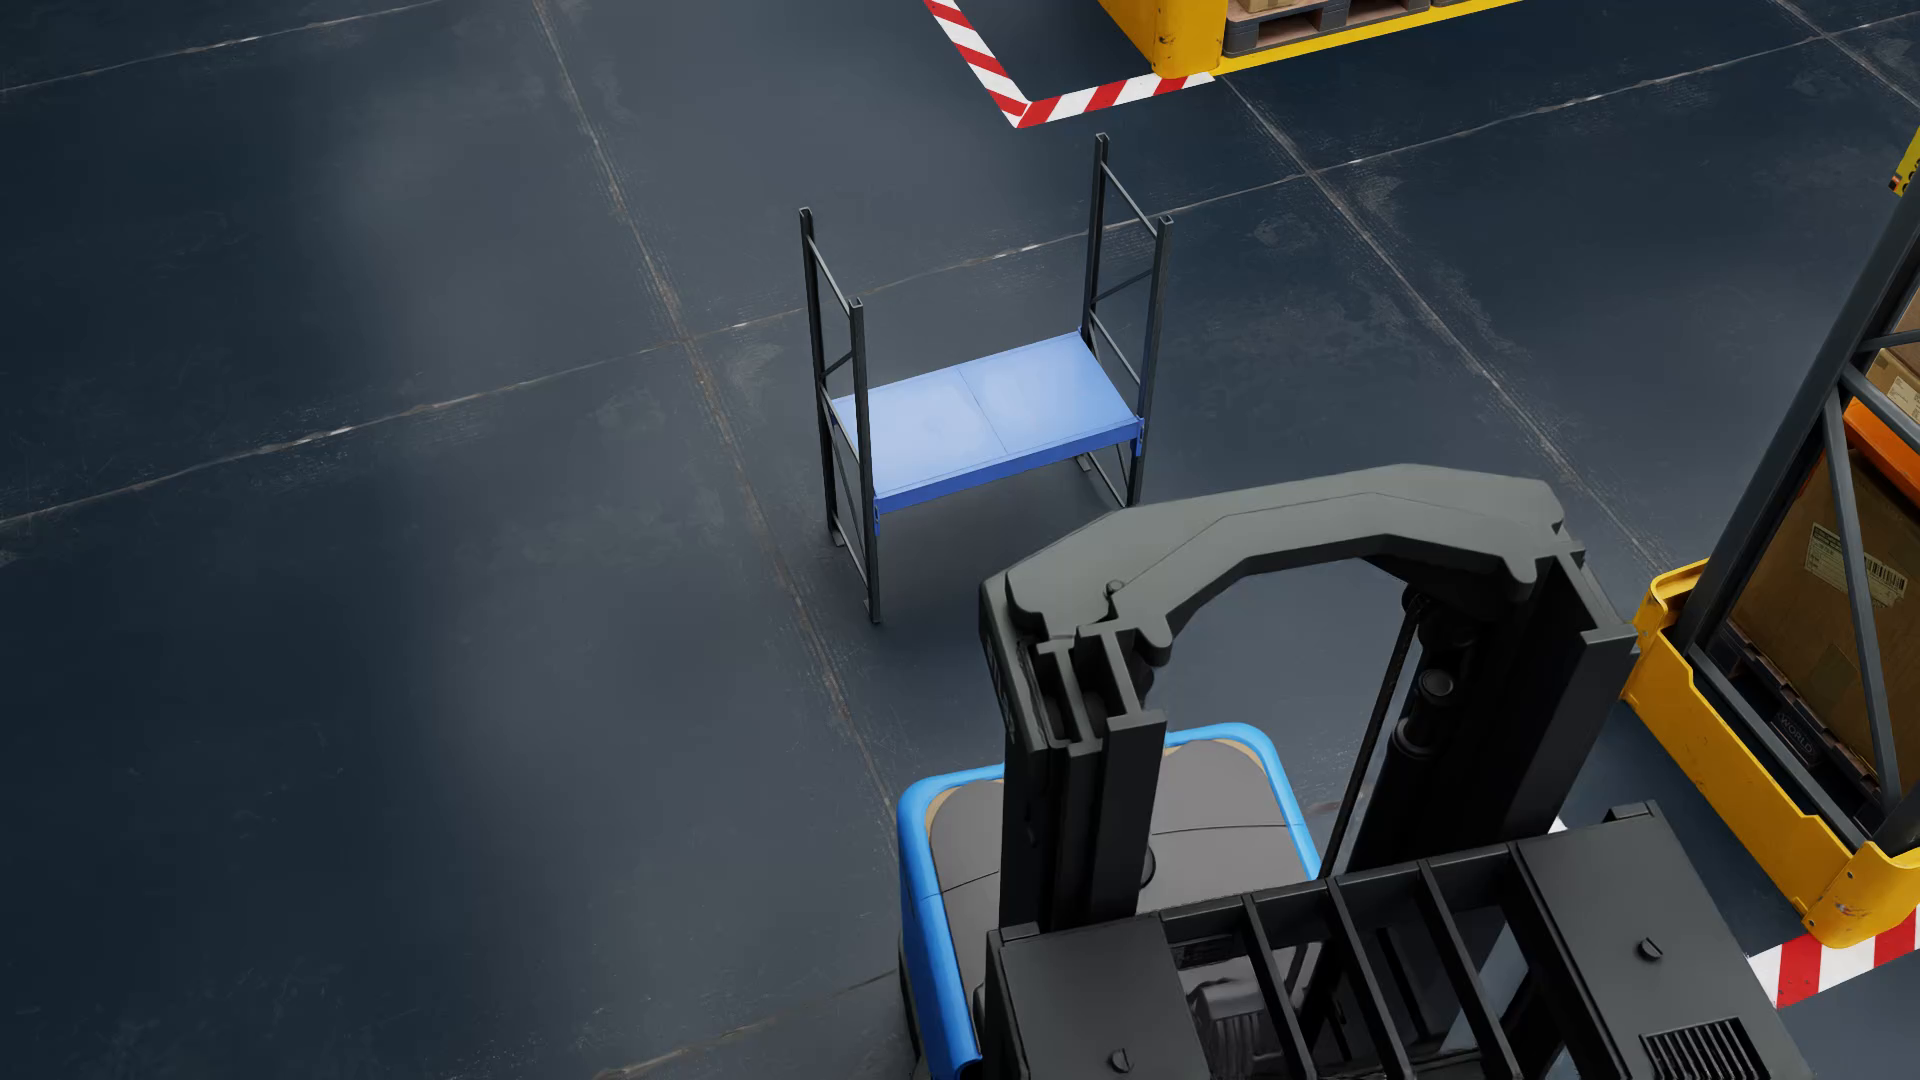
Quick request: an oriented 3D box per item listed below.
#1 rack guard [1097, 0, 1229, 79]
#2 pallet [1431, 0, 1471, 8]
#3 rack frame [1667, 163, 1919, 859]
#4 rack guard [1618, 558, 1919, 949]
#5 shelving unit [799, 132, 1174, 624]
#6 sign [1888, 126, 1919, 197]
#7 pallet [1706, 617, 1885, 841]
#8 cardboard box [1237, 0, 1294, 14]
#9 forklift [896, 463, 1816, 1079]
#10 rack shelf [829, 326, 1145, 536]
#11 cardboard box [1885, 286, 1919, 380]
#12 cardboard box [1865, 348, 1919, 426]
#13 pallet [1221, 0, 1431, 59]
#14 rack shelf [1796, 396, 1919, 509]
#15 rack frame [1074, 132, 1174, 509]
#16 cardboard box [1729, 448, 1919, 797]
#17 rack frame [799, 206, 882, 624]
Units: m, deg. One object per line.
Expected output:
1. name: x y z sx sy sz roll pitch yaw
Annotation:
1. rack guard: 0.937 -2.879 8.393 0.348 0.500 1.175 -17 52 -14
2. pallet: 2.830 -3.340 8.979 1.213 0.211 1.003 -17 52 -14
3. rack frame: 2.648 -0.159 4.409 0.127 3.000 1.000 -17 52 -14
4. rack guard: 2.626 0.662 5.352 0.348 0.500 1.175 -17 52 -14
5. shelving unit: 0.079 -0.513 5.702 1.048 1.500 0.538 -17 52 -14
6. sign: 2.456 -0.998 4.211 0.005 0.325 0.100 -17 52 -14
7. pallet: 3.359 0.465 5.711 1.213 0.211 1.003 -17 52 -14
8. cardboard box: 1.472 -2.805 8.284 0.250 0.149 0.380 -16 51 -14
9. forklift: 0.633 1.390 3.124 1.130 2.935 3.031 -9 50 -8
10. rack shelf: 0.079 -0.396 5.839 1.000 0.185 0.538 -17 52 -14
11. cardboard box: 2.996 -0.532 4.633 0.500 0.250 0.500 -18 52 -15
12. cardboard box: 2.853 -0.410 4.791 0.250 0.149 0.380 -16 51 -14
13. pallet: 1.702 -2.993 8.681 1.213 0.211 1.003 -17 52 -14
14. rack shelf: 4.500 -0.498 5.175 4.000 0.370 1.077 -17 52 -14
15. rack frame: 0.550 -0.659 5.827 0.032 1.500 0.500 -17 52 -14
16. cardboard box: 3.210 0.157 5.262 0.875 0.875 0.875 -17 52 -14
17. rack frame: -0.392 -0.367 5.577 0.032 1.500 0.500 -17 52 -14
